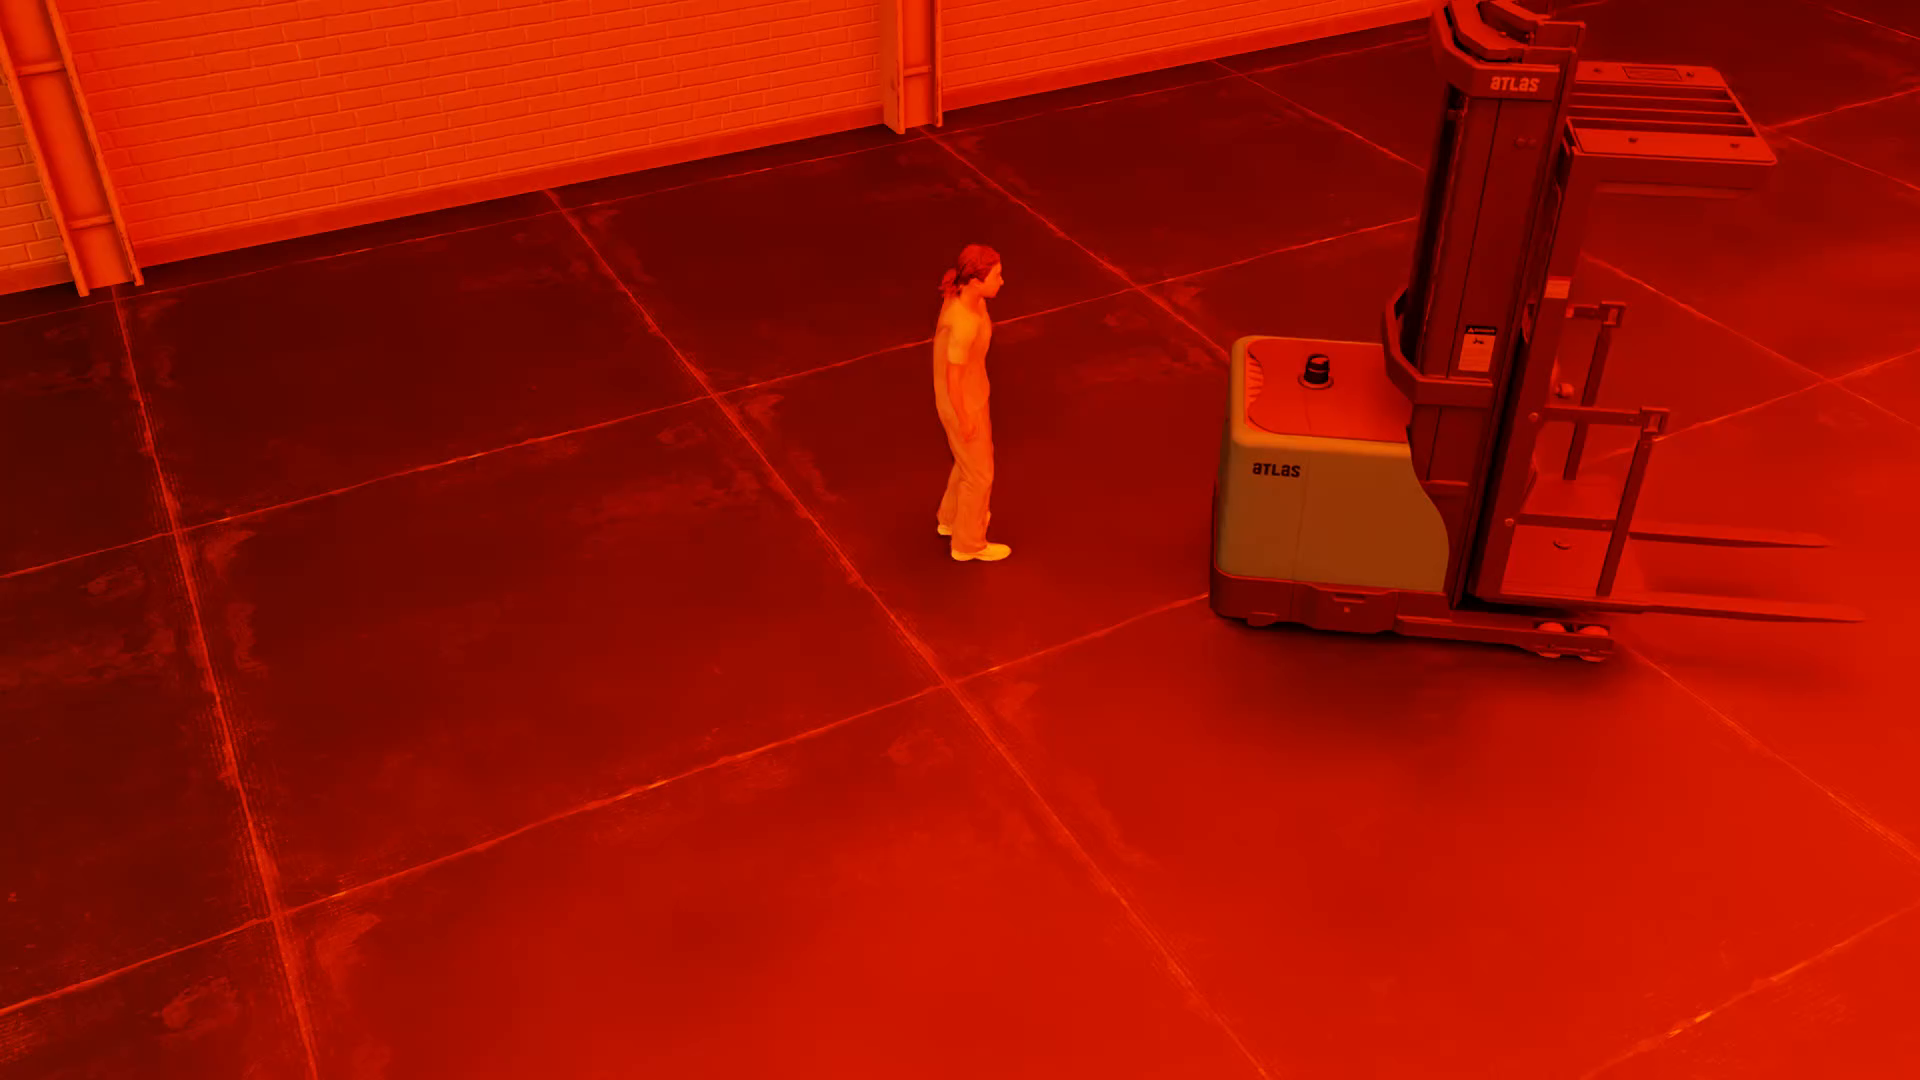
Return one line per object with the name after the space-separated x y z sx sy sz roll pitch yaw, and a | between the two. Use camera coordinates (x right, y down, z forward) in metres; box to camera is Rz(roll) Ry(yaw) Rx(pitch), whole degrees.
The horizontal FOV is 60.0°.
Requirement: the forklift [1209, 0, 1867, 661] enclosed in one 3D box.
2.774 -0.953 7.471 3.031 2.935 1.130 5 36 6 | forklift

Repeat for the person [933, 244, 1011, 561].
0.075 -0.682 8.188 0.422 1.665 0.503 5 36 8 | person
